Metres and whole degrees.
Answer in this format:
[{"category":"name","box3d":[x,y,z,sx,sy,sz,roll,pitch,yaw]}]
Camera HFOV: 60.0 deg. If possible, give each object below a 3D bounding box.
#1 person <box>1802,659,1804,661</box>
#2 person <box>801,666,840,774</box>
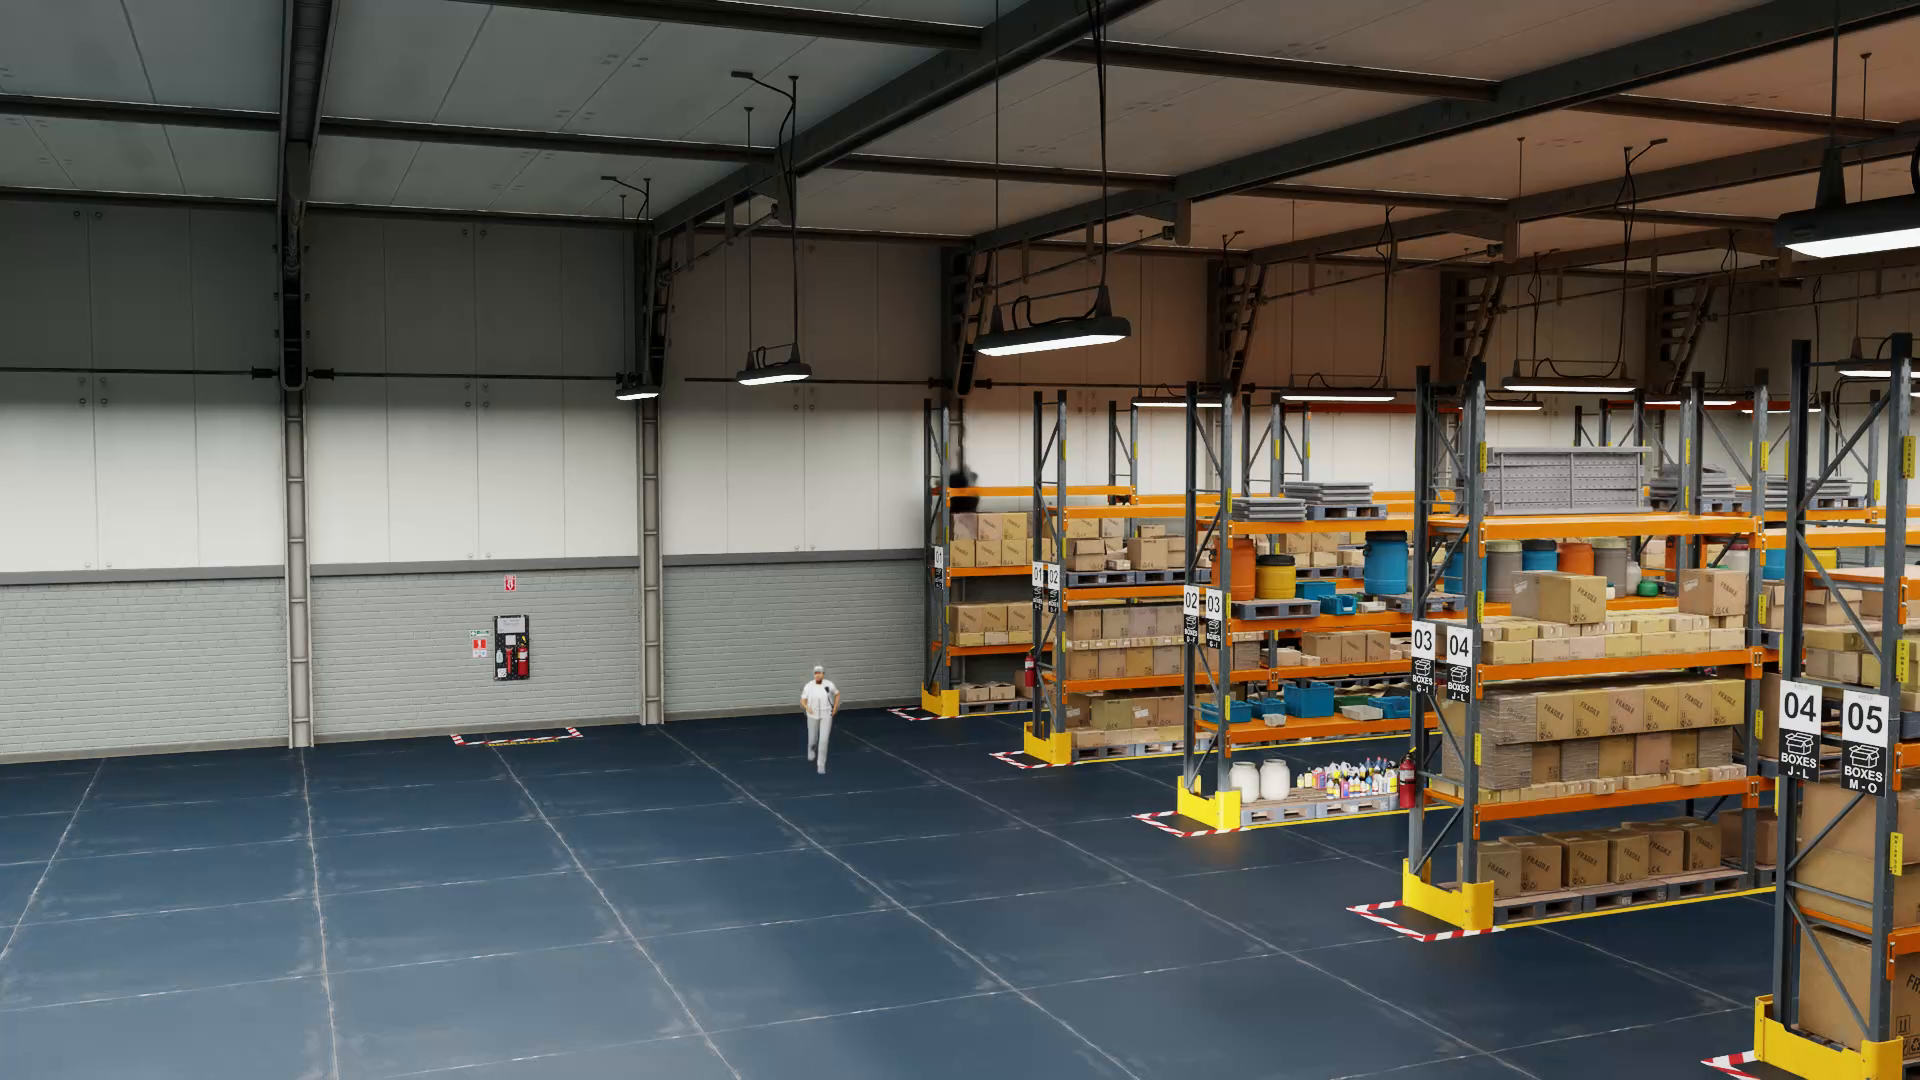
[{"category":"person","box3d":[16.982,2.306,33.756,0.729,1.748,0.845,-2,4,-26]},{"category":"person","box3d":[-2.202,2.808,26.277,0.615,1.669,0.828,0,3,-2]}]
